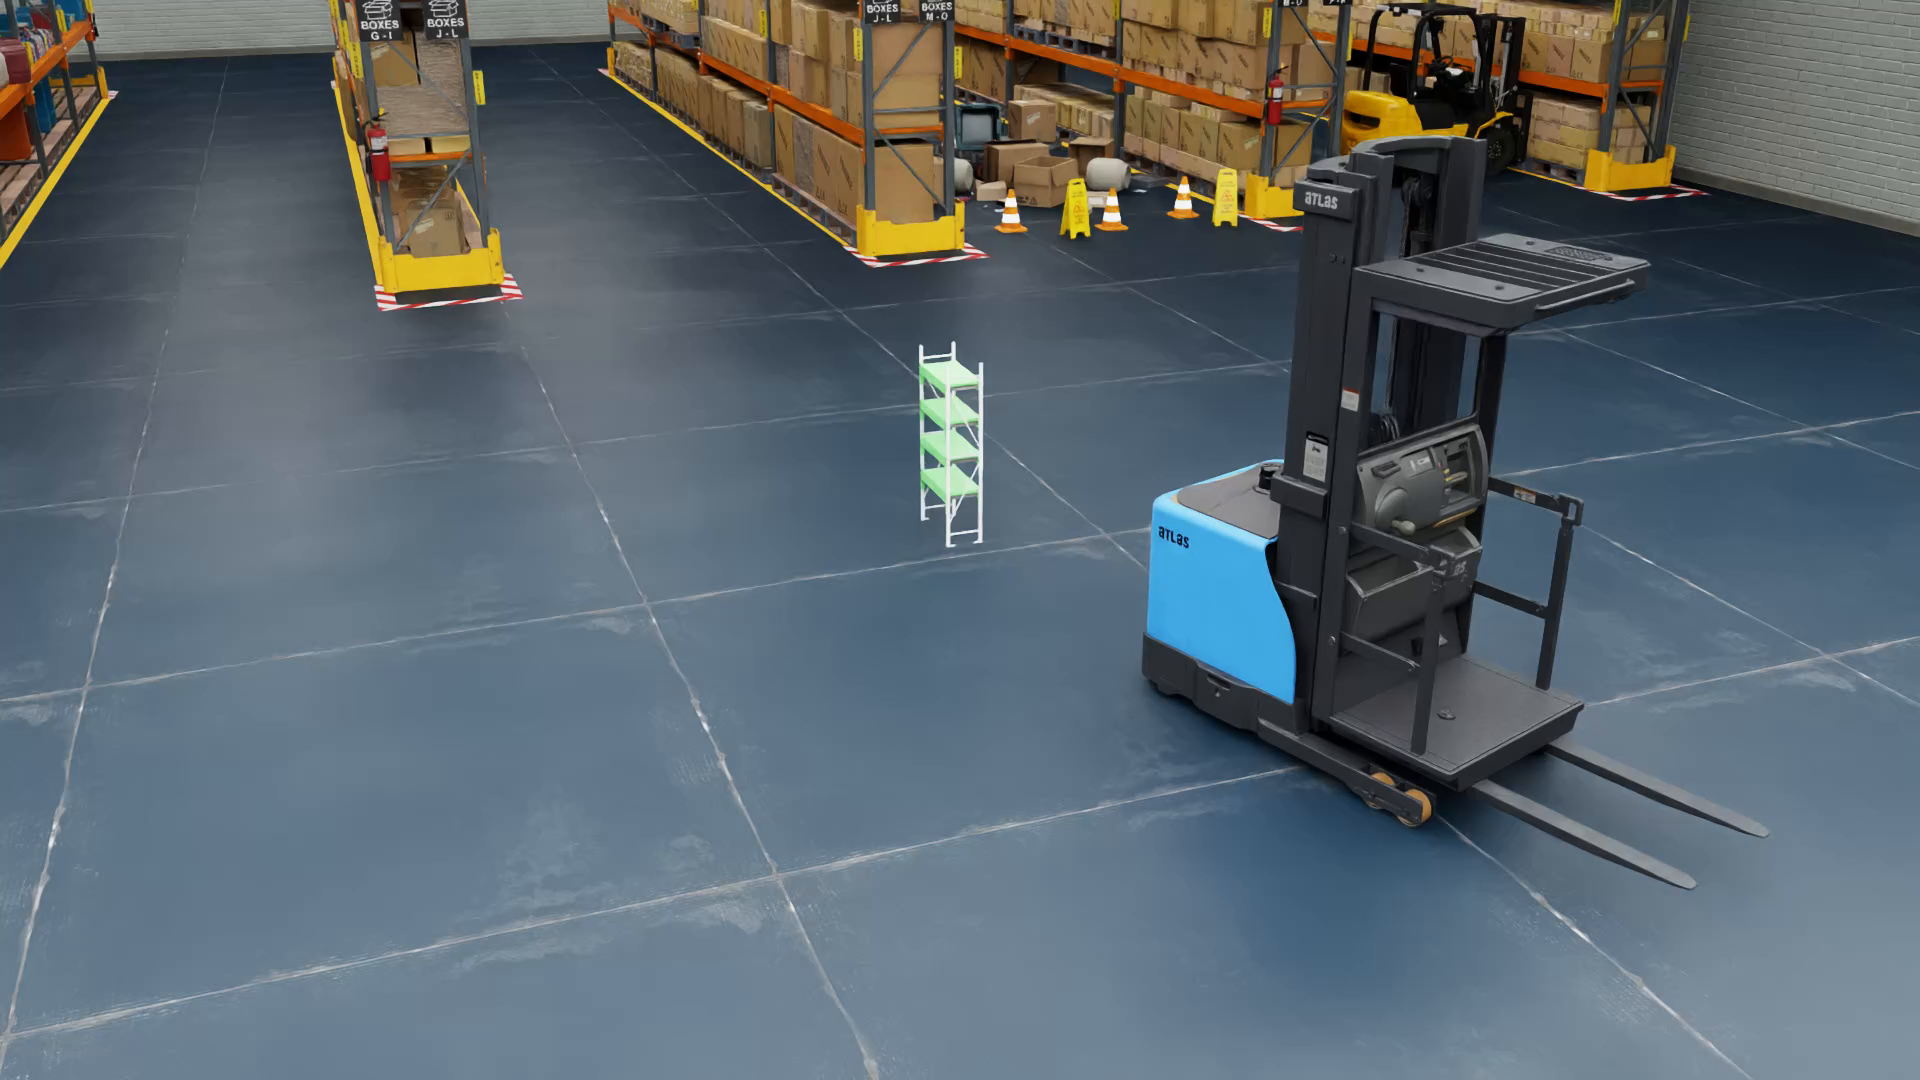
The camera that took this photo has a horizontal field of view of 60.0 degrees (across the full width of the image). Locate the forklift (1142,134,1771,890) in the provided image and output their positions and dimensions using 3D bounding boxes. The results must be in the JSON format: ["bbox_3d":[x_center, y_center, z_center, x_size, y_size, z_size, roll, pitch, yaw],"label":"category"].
[{"bbox_3d":[2.290,-0.256,7.584,1.130,2.935,3.031,-18,29,-36],"label":"forklift"}]

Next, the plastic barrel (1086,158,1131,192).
[{"bbox_3d":[1.901,-4.674,21.295,0.512,0.421,0.421,8,24,18],"label":"plastic barrel"}]

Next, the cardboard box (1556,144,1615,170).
[{"bbox_3d":[8.228,-5.055,21.880,0.500,0.250,0.500,-8,24,-19],"label":"cardboard box"}]

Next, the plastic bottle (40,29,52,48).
[{"bbox_3d":[-13.655,-7.483,24.803,0.152,0.276,0.135,-8,24,-19],"label":"plastic bottle"}]

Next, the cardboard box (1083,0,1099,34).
[{"bbox_3d":[2.080,-7.465,23.547,0.500,0.500,0.500,-8,24,-19],"label":"cardboard box"}]

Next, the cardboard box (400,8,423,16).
[{"bbox_3d":[-5.867,-5.567,18.297,0.500,0.500,0.500,-8,24,-19],"label":"cardboard box"}]

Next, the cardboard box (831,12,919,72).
[{"bbox_3d":[-0.924,-5.497,18.346,0.875,0.550,0.550,-8,24,-19],"label":"cardboard box"}]

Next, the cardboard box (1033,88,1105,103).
[{"bbox_3d":[1.679,-6.734,25.708,0.950,0.372,0.625,-9,24,-20],"label":"cardboard box"}]

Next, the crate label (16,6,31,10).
[{"bbox_3d":[-15.731,-8.909,28.162,0.416,0.233,0.303,-8,24,-19],"label":"crate label"}]

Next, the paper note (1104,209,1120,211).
[{"bbox_3d":[1.851,-4.021,20.250,0.148,0.019,0.142,-18,29,-37],"label":"paper note"}]

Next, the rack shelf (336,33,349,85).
[{"bbox_3d":[-8.757,-7.261,25.041,1.077,0.370,4.000,-8,24,-19],"label":"rack shelf"}]

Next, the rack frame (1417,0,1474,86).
[{"bbox_3d":[7.276,-7.454,24.574,1.000,3.000,0.127,-8,24,-19],"label":"rack frame"}]

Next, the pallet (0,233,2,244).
[{"bbox_3d":[-11.072,-3.198,18.066,1.003,0.211,1.213,-8,24,-19],"label":"pallet"}]

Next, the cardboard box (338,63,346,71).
[{"bbox_3d":[-8.582,-6.659,24.881,1.225,0.875,0.875,-8,24,-19],"label":"cardboard box"}]

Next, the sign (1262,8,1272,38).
[{"bbox_3d":[3.521,-5.929,19.057,0.100,0.325,0.005,-8,24,-19],"label":"sign"}]

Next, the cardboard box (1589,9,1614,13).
[{"bbox_3d":[8.530,-6.920,21.959,0.380,0.149,0.250,-8,24,-19],"label":"cardboard box"}]

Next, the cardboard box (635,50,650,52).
[{"bbox_3d":[-5.671,-8.780,30.082,0.380,0.149,0.250,-8,24,-19],"label":"cardboard box"}]

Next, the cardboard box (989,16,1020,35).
[{"bbox_3d":[0.799,-8.304,26.784,0.500,0.250,0.500,-9,25,-21],"label":"cardboard box"}]

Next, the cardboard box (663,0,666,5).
[{"bbox_3d":[-4.431,-8.447,25.945,0.380,0.149,0.250,-7,24,-16],"label":"cardboard box"}]

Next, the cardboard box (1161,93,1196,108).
[{"bbox_3d":[2.859,-5.754,21.738,0.380,0.149,0.250,-7,24,-16],"label":"cardboard box"}]

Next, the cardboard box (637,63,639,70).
[{"bbox_3d":[-5.595,-8.537,29.889,0.380,0.149,0.250,-10,25,-21],"label":"cardboard box"}]

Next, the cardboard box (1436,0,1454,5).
[{"bbox_3d":[7.111,-7.780,24.000,0.380,0.149,0.250,-8,24,-18],"label":"cardboard box"}]

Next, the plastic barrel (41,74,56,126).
[{"bbox_3d":[-13.921,-6.666,24.865,0.600,0.901,0.708,-8,24,-19],"label":"plastic barrel"}]

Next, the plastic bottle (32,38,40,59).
[{"bbox_3d":[-13.094,-6.960,23.551,0.061,0.283,0.133,-8,24,-19],"label":"plastic bottle"}]

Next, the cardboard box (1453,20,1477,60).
[{"bbox_3d":[7.388,-7.116,23.644,0.500,0.500,0.500,-8,24,-18],"label":"cardboard box"}]

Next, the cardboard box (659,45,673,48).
[{"bbox_3d":[-5.352,-9.044,30.710,0.380,0.149,0.250,-7,24,-17],"label":"cardboard box"}]

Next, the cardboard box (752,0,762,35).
[{"bbox_3d":[-2.326,-6.929,21.912,0.700,0.500,0.500,-9,24,-20],"label":"cardboard box"}]

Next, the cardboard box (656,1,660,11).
[{"bbox_3d":[-4.610,-8.495,26.444,0.380,0.149,0.250,-9,24,-20],"label":"cardboard box"}]

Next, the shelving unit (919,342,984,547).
[{"bbox_3d":[-0.058,-0.613,10.660,0.258,1.200,0.503,-8,24,-19],"label":"shelving unit"}]

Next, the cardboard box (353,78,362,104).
[{"bbox_3d":[-6.392,-5.237,18.801,0.875,0.500,0.500,-8,24,-19],"label":"cardboard box"}]

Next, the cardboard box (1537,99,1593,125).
[{"bbox_3d":[8.049,-5.697,22.118,0.500,0.250,0.500,-8,24,-18],"label":"cardboard box"}]

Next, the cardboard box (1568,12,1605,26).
[{"bbox_3d":[8.132,-6.761,21.582,0.380,0.149,0.250,-8,24,-18],"label":"cardboard box"}]

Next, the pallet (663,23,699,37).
[{"bbox_3d":[-4.112,-8.135,26.435,1.003,0.211,1.213,-8,24,-19],"label":"pallet"}]

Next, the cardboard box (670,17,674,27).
[{"bbox_3d":[-4.240,-7.978,25.600,0.380,0.149,0.250,-9,24,-20],"label":"cardboard box"}]

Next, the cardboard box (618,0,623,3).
[{"bbox_3d":[-5.926,-10.028,30.168,0.500,0.500,0.500,-8,24,-18],"label":"cardboard box"}]

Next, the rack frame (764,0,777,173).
[{"bbox_3d":[-1.961,-6.056,21.257,1.000,3.000,0.127,-8,24,-19],"label":"rack frame"}]

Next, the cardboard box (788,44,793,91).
[{"bbox_3d":[-1.604,-5.796,20.446,0.875,0.550,0.550,-8,24,-19],"label":"cardboard box"}]

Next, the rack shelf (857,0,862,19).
[{"bbox_3d":[-1.255,-6.380,19.090,1.077,0.370,4.000,-8,24,-19],"label":"rack shelf"}]

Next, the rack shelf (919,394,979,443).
[{"bbox_3d":[-0.058,-0.775,10.591,0.258,0.148,0.480,-8,24,-19],"label":"rack shelf"}]

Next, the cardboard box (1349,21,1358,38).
[{"bbox_3d":[6.335,-8.086,26.265,0.500,0.250,0.500,-8,24,-17],"label":"cardboard box"}]

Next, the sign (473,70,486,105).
[{"bbox_3d":[-4.716,-4.432,16.289,0.100,0.325,0.005,-8,24,-19],"label":"sign"}]

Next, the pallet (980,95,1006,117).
[{"bbox_3d":[1.013,-7.237,27.649,1.003,0.211,1.213,-8,24,-19],"label":"pallet"}]

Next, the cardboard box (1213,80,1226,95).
[{"bbox_3d":[3.332,-5.572,20.431,0.380,0.149,0.250,-8,24,-18],"label":"cardboard box"}]

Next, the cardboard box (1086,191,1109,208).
[{"bbox_3d":[1.694,-4.204,20.532,0.380,0.149,0.250,4,23,9],"label":"cardboard box"}]

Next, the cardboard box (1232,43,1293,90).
[{"bbox_3d":[3.598,-5.661,19.808,0.500,0.500,0.500,-9,24,-20],"label":"cardboard box"}]

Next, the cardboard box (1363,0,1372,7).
[{"bbox_3d":[6.469,-8.353,25.743,0.380,0.149,0.250,-8,24,-19],"label":"cardboard box"}]

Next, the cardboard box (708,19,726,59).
[{"bbox_3d":[-3.286,-7.171,23.773,0.500,0.500,0.500,-9,24,-19],"label":"cardboard box"}]

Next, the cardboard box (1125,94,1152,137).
[{"bbox_3d":[2.590,-5.793,22.665,0.500,0.500,0.500,-7,24,-16],"label":"cardboard box"}]

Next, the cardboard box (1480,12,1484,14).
[{"bbox_3d":[7.463,-7.267,23.167,0.380,0.149,0.250,-9,24,-20],"label":"cardboard box"}]

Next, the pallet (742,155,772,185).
[{"bbox_3d":[-2.304,-5.041,22.439,1.003,0.211,1.213,-8,24,-19],"label":"pallet"}]

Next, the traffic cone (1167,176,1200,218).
[{"bbox_3d":[2.688,-4.129,19.950,0.336,0.463,0.334,-8,24,-19],"label":"traffic cone"}]

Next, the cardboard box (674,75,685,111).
[{"bbox_3d":[-4.233,-7.133,26.490,0.500,0.500,0.500,-9,25,-21],"label":"cardboard box"}]
